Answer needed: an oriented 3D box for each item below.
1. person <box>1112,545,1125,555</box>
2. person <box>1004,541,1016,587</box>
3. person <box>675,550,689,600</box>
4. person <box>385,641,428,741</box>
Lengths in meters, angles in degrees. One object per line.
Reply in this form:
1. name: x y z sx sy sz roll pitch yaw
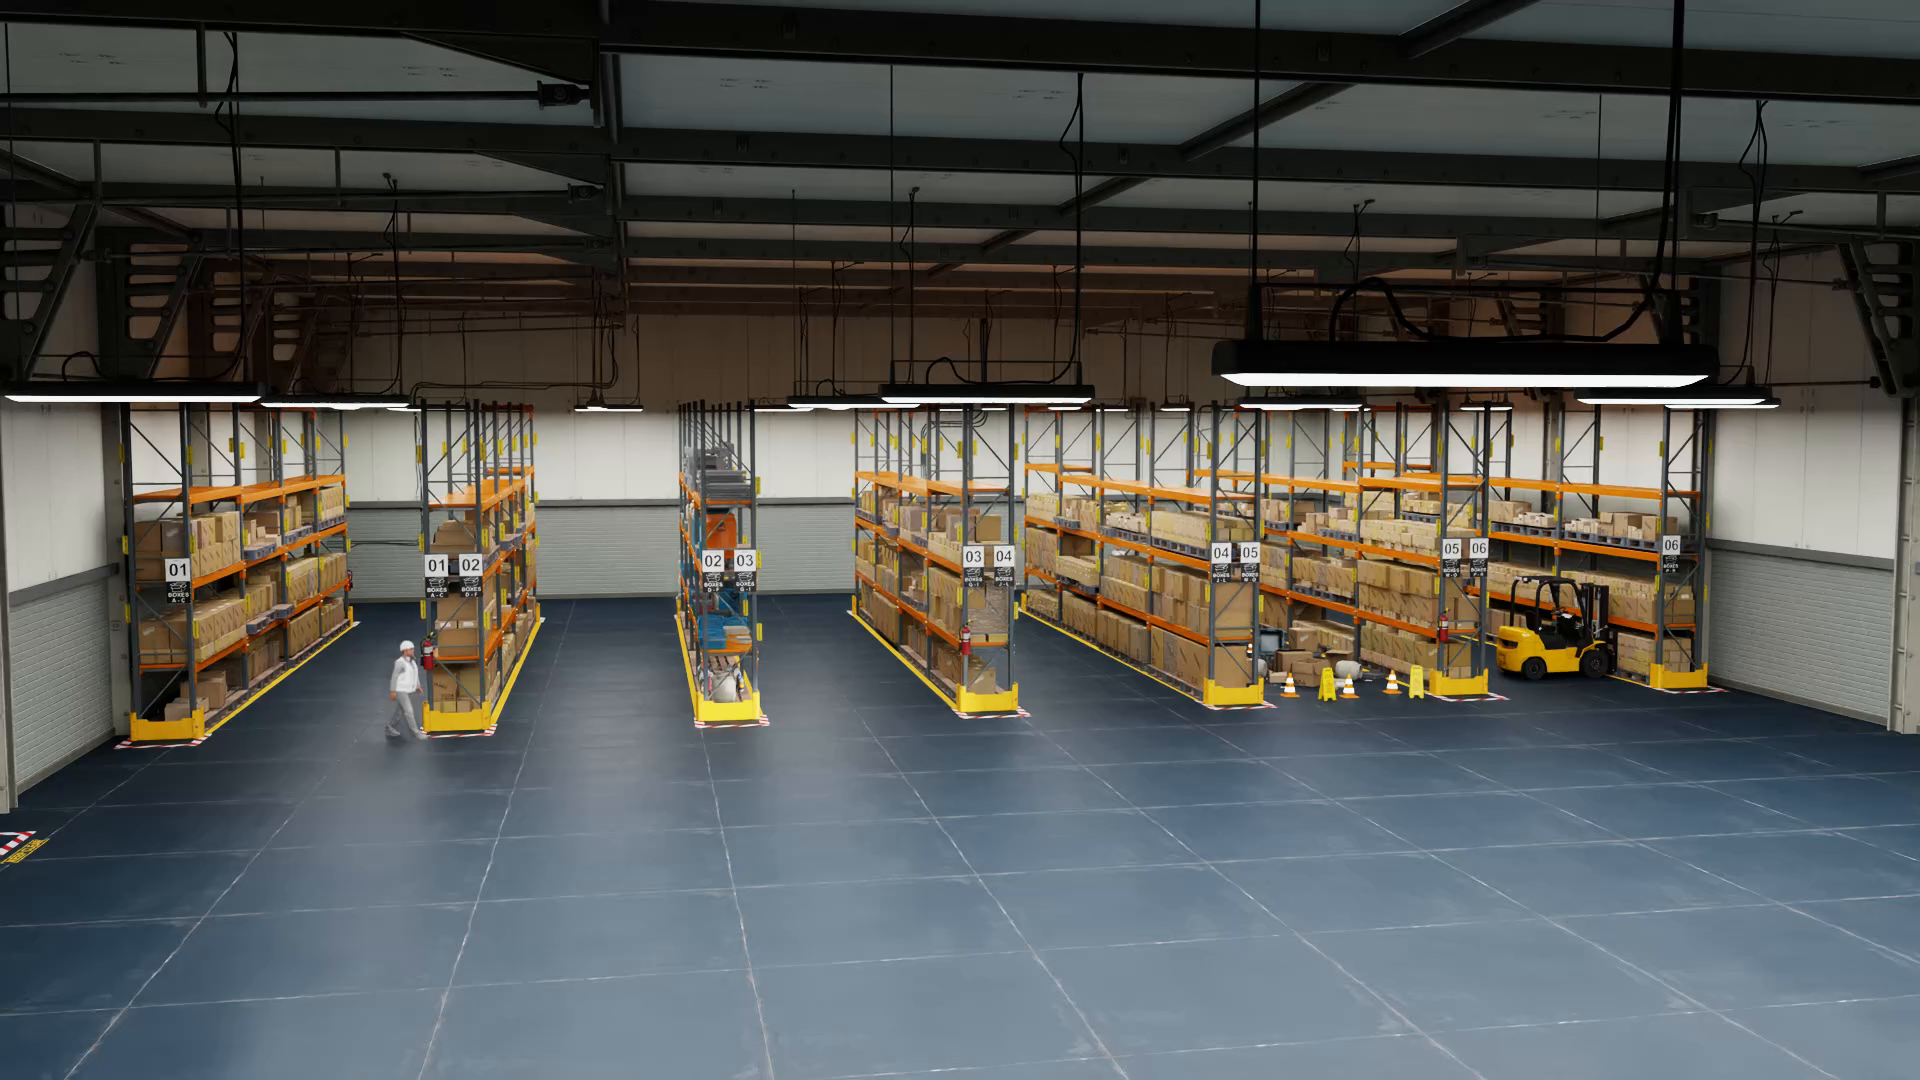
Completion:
1. person: 5.070 0.871 53.119 0.488 1.656 0.770 4 6 42
2. person: 1.533 0.857 53.291 0.605 1.657 0.454 -1 4 -15
3. person: -8.076 1.142 48.875 0.823 1.770 0.543 2 5 30
4. person: -9.739 2.632 29.266 1.011 1.710 0.552 1 5 17
